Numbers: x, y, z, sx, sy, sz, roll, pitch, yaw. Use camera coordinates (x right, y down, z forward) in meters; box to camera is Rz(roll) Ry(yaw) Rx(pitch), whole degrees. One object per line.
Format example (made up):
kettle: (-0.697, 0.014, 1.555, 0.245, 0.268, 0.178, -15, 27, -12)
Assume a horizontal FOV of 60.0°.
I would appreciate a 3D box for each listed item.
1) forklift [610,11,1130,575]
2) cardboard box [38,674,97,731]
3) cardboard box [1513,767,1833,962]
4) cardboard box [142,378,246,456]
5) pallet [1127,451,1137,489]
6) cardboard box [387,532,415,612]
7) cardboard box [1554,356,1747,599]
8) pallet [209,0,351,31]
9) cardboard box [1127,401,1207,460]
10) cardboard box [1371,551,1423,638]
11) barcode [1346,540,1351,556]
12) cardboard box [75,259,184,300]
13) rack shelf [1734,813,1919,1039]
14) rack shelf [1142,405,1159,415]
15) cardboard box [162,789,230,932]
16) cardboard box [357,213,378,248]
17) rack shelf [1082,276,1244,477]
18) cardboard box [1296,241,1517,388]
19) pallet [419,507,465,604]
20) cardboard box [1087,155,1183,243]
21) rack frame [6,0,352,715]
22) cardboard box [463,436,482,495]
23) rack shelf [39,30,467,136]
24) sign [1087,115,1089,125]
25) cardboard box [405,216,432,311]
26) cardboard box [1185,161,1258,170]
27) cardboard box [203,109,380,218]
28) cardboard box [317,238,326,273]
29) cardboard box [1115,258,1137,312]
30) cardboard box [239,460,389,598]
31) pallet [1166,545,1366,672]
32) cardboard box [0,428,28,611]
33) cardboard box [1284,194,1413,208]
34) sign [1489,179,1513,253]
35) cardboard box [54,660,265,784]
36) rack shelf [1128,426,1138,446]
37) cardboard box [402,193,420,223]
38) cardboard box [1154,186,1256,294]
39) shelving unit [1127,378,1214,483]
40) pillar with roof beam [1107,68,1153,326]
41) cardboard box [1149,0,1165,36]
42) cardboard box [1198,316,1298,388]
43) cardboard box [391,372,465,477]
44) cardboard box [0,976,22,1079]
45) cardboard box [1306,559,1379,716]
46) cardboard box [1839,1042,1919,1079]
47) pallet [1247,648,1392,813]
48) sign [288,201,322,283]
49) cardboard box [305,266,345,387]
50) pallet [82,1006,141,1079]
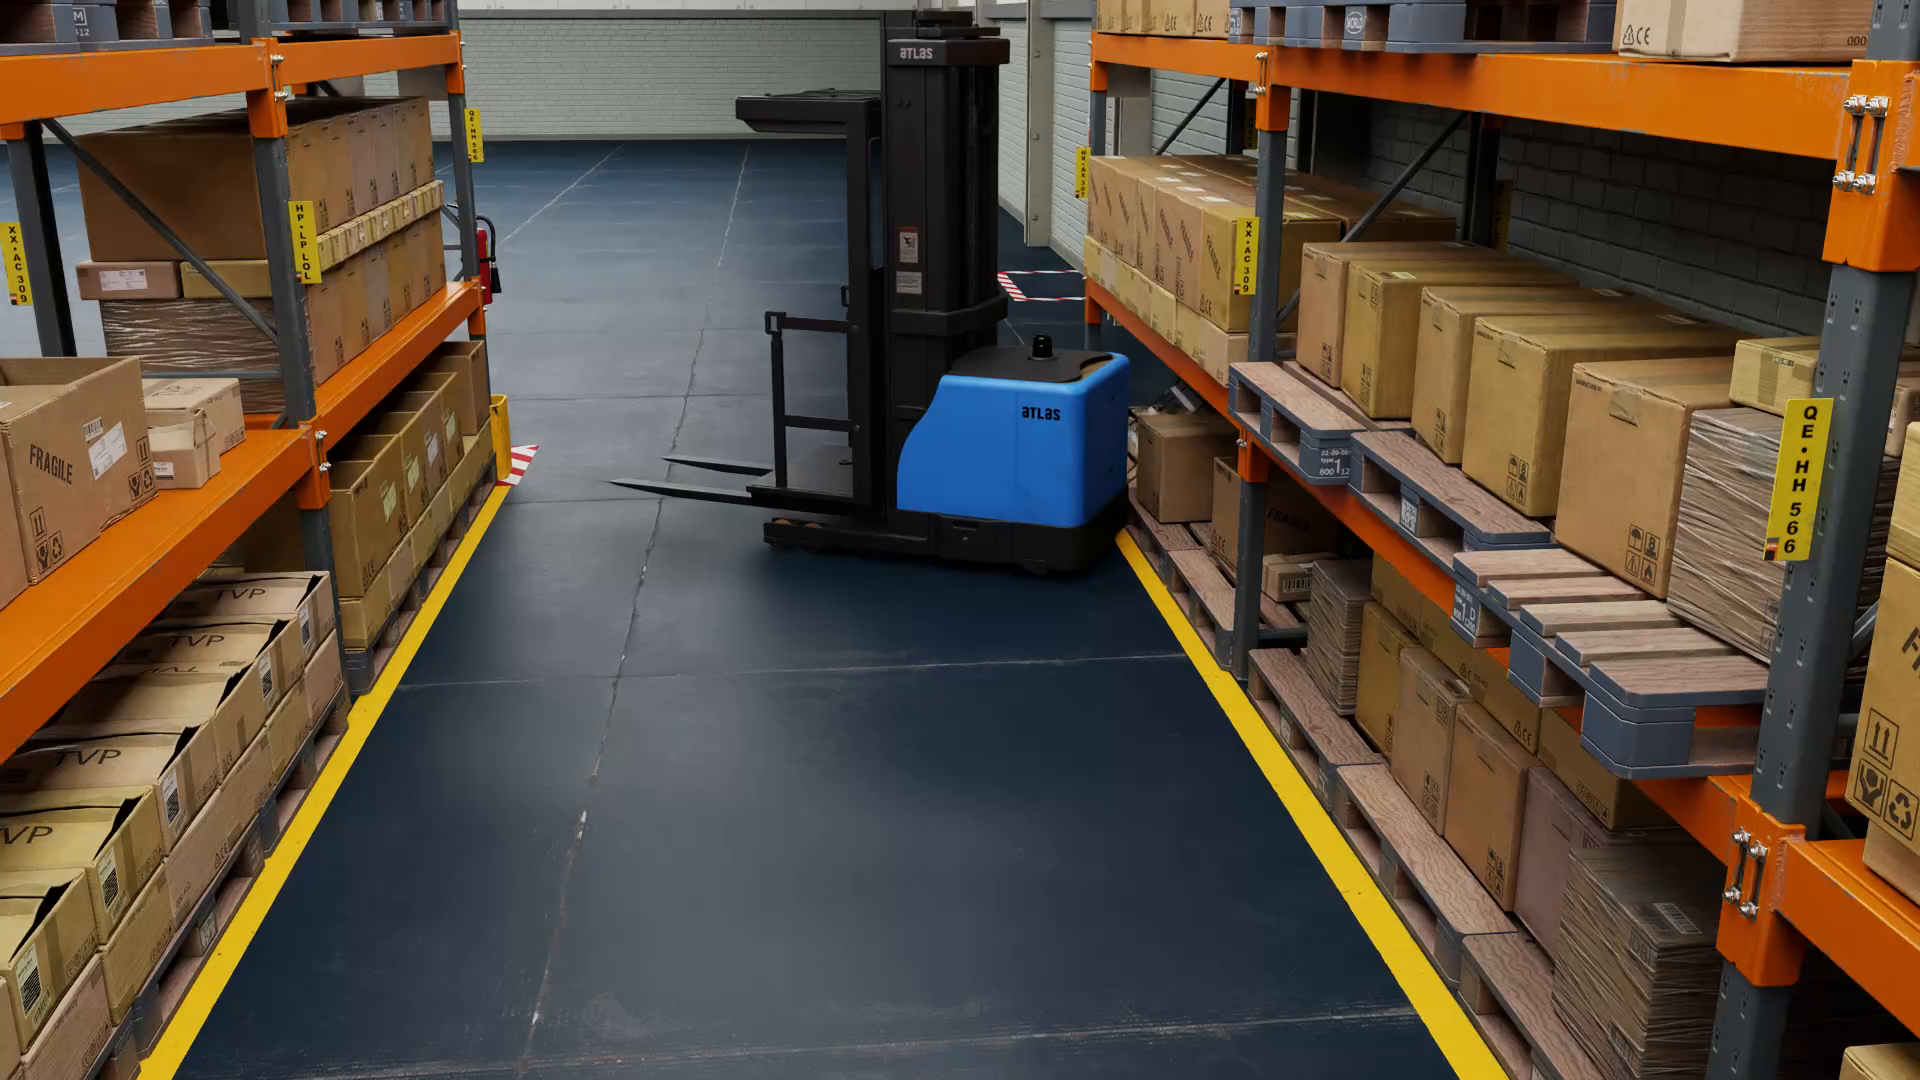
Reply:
forklift: (-0.587, -1.466, 9.454, 3.031, 2.935, 1.130, 7, 19, 20)
cardboard box: (-3.272, 0.621, 5.646, 0.500, 0.311, 0.500, -2, 18, -7)
cardboard box: (2.108, 0.993, 4.946, 0.700, 0.500, 0.500, -2, 18, -6)
cardboard box: (-3.073, -0.441, 6.323, 0.500, 0.250, 0.500, -1, 17, -2)
pallet: (1.403, -0.407, 10.622, 1.003, 0.211, 1.213, -2, 18, -6)
cardboard box: (-2.960, 0.157, 8.058, 0.500, 0.250, 0.500, -2, 18, -6)
cardboard box: (2.029, -0.183, 4.351, 0.700, 0.500, 0.500, -3, 18, -11)
pallet: (-3.281, -2.300, 7.135, 1.003, 0.211, 1.213, -2, 18, -6)
cardboard box: (1.329, -0.722, 10.722, 0.500, 0.311, 0.500, -4, 18, -12)
cardboard box: (1.901, 0.163, 6.337, 0.500, 0.250, 0.500, -2, 18, -7)
barcode: (1.970, 0.042, 8.442, 0.001, 0.075, 0.075, -2, 18, -6)
cardboard box: (-3.409, -1.089, 6.889, 0.380, 0.149, 0.250, -2, 18, -6)
rack shelf: (2.378, 1.319, 1.669, 1.077, 0.370, 4.000, -2, 18, -6)
rack shelf: (1.186, -0.675, 9.800, 0.200, 0.077, 0.258, 50, 8, 15)
cardboard box: (-2.682, 1.023, 5.299, 0.500, 0.250, 0.500, -1, 17, -5)
cardboard box: (-3.166, -1.562, 8.395, 0.380, 0.149, 0.250, -2, 18, -6)
rack shelf: (1.553, -1.064, 9.261, 1.077, 0.370, 4.000, -2, 18, -6)
cardboard box: (1.778, -0.917, 6.688, 0.700, 0.500, 0.500, -2, 18, -5)
pallet: (-3.337, 0.070, 9.101, 1.003, 0.211, 1.213, -2, 18, -6)
cardboard box: (1.097, -2.148, 10.475, 0.500, 0.500, 0.500, -2, 18, -6)
rack frame: (-3.167, -0.658, 6.764, 1.000, 3.000, 0.127, -2, 18, -6)
cardboard box: (-3.167, -0.439, 9.956, 0.500, 0.250, 0.500, -2, 18, -6)
rack shelf: (-3.374, -2.341, 8.320, 1.077, 0.370, 4.000, -2, 18, -6)
sign: (1.481, -4.783, 18.960, 0.001, 0.109, 0.331, -2, 18, -6)
cardboard box: (-3.486, -1.601, 9.603, 0.700, 0.500, 0.500, -1, 17, -4)
cardboard box: (1.649, -2.015, 10.053, 0.500, 0.500, 0.500, -2, 17, -5)
cardboard box: (-3.375, -1.905, 8.404, 0.700, 0.500, 0.500, -2, 18, -6)
cardboard box: (-3.057, -1.252, 7.409, 0.380, 0.149, 0.250, -2, 18, -7)
cardboard box: (1.196, -1.480, 9.601, 0.500, 0.250, 0.500, -2, 18, -7)
cardboard box: (-2.904, -0.052, 7.471, 0.500, 0.500, 0.500, -2, 18, -6)
pallet: (1.655, 0.320, 8.306, 1.003, 0.211, 1.213, -2, 18, -6)
cardboard box: (-2.944, -0.013, 4.544, 0.500, 0.500, 0.500, -3, 18, -9)
cardboard box: (1.869, -1.408, 8.120, 0.500, 0.500, 0.500, -2, 18, -6)
sign: (2.311, -1.382, 7.140, 0.100, 0.325, 0.005, -2, 18, -6)
cardboard box: (-2.731, 0.602, 5.706, 0.500, 0.311, 0.500, -2, 18, -6)
rack shelf: (1.054, -0.555, 9.825, 0.200, 0.077, 0.258, 50, 8, 15)
cardboard box: (-3.272, -1.869, 9.374, 0.380, 0.149, 0.250, -2, 17, -5)
cardboard box: (1.305, -1.538, 8.532, 0.500, 0.500, 0.500, -2, 18, -7)
shelving unit: (1.210, -0.697, 9.795, 0.210, 0.900, 0.258, 50, 8, 15)
pillar with roof beam: (-2.621, -6.339, 14.843, 9.100, 9.000, 0.400, -2, 18, -6)
cardboard box: (1.287, -2.910, 8.730, 0.500, 0.500, 0.500, -1, 17, -2)
cardboard box: (1.409, -0.881, 7.694, 0.500, 0.250, 0.500, -2, 18, -6)
cardboard box: (-3.111, -0.648, 9.369, 0.500, 0.500, 0.500, -2, 18, -6)
cardboard box: (-2.517, 1.213, 3.759, 0.500, 0.311, 0.500, -1, 17, -4)
cardboard box: (1.852, 0.390, 6.867, 0.700, 0.500, 0.500, -1, 17, -4)
cardboard box: (2.117, 1.428, 3.007, 0.750, 0.750, 0.750, -2, 18, -6)
pallet: (1.841, 0.751, 6.934, 1.003, 0.211, 1.213, -2, 18, -6)
sign: (-2.629, -1.192, 6.665, 0.100, 0.325, 0.005, -2, 18, -6)
cardboard box: (-3.280, -0.994, 7.669, 0.700, 0.500, 0.500, -2, 18, -6)
pallet: (-2.801, 1.618, 4.171, 1.003, 0.211, 1.213, -2, 18, -6)
